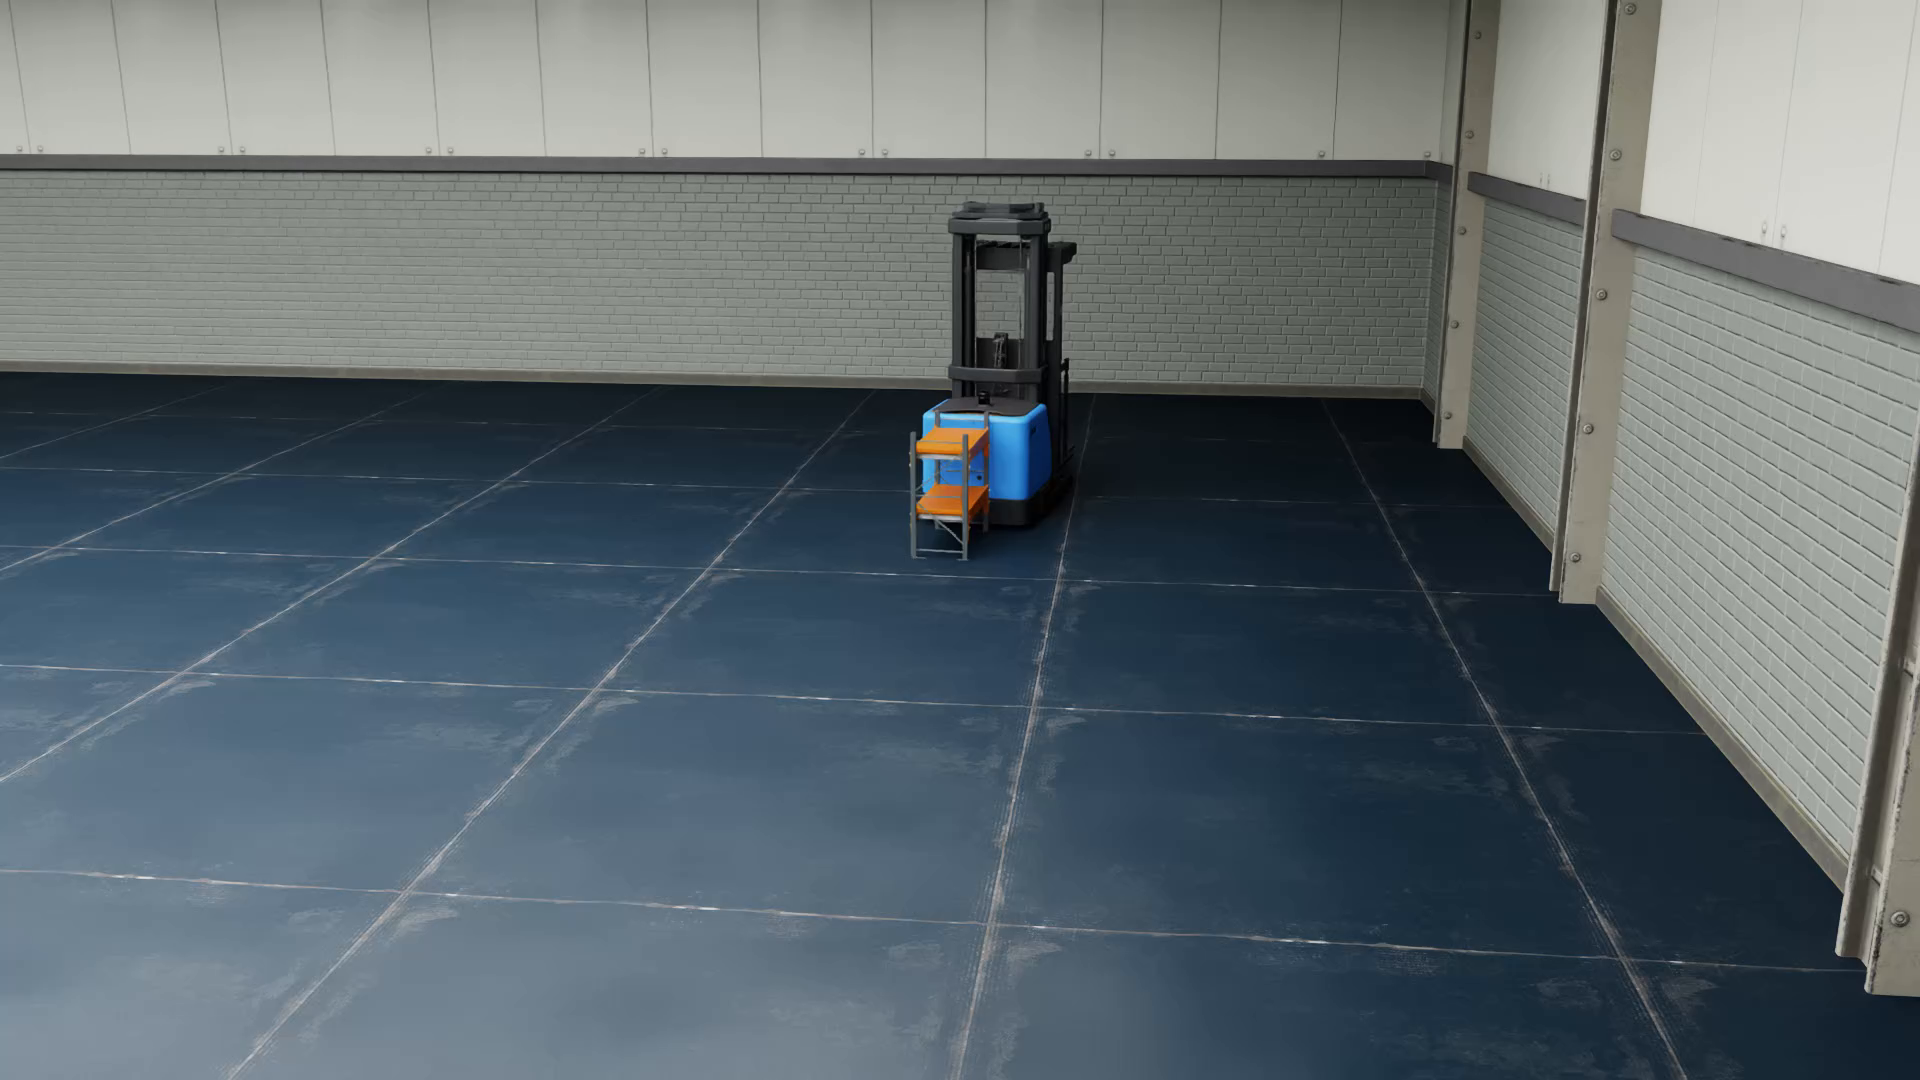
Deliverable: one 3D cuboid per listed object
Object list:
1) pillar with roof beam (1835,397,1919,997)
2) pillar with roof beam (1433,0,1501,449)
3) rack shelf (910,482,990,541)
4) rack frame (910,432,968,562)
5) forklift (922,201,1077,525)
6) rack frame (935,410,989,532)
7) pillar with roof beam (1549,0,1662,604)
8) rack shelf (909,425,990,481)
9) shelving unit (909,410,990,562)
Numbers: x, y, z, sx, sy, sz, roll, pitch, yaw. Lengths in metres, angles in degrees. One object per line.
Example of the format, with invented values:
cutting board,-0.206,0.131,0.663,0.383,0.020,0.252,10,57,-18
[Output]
pillar with roof beam,0.021,-2.458,7.013,9.100,9.000,0.400,2,15,6
pillar with roof beam,1.375,-5.570,18.523,9.100,9.000,0.400,2,15,6
rack shelf,-0.081,-0.266,14.926,0.538,0.278,1.000,3,15,11
rack frame,-0.177,-0.371,14.380,0.500,1.125,0.032,3,15,11
forklift,0.523,-1.891,16.540,1.130,2.935,3.031,4,16,15
rack frame,0.016,-0.632,15.344,0.500,1.125,0.032,3,15,11
pillar with roof beam,0.698,-4.014,12.768,9.100,9.000,0.400,2,15,6
rack shelf,-0.081,-0.784,14.786,0.538,0.278,1.000,3,15,11
shelving unit,-0.081,-0.502,14.862,0.538,1.125,1.048,3,15,11
